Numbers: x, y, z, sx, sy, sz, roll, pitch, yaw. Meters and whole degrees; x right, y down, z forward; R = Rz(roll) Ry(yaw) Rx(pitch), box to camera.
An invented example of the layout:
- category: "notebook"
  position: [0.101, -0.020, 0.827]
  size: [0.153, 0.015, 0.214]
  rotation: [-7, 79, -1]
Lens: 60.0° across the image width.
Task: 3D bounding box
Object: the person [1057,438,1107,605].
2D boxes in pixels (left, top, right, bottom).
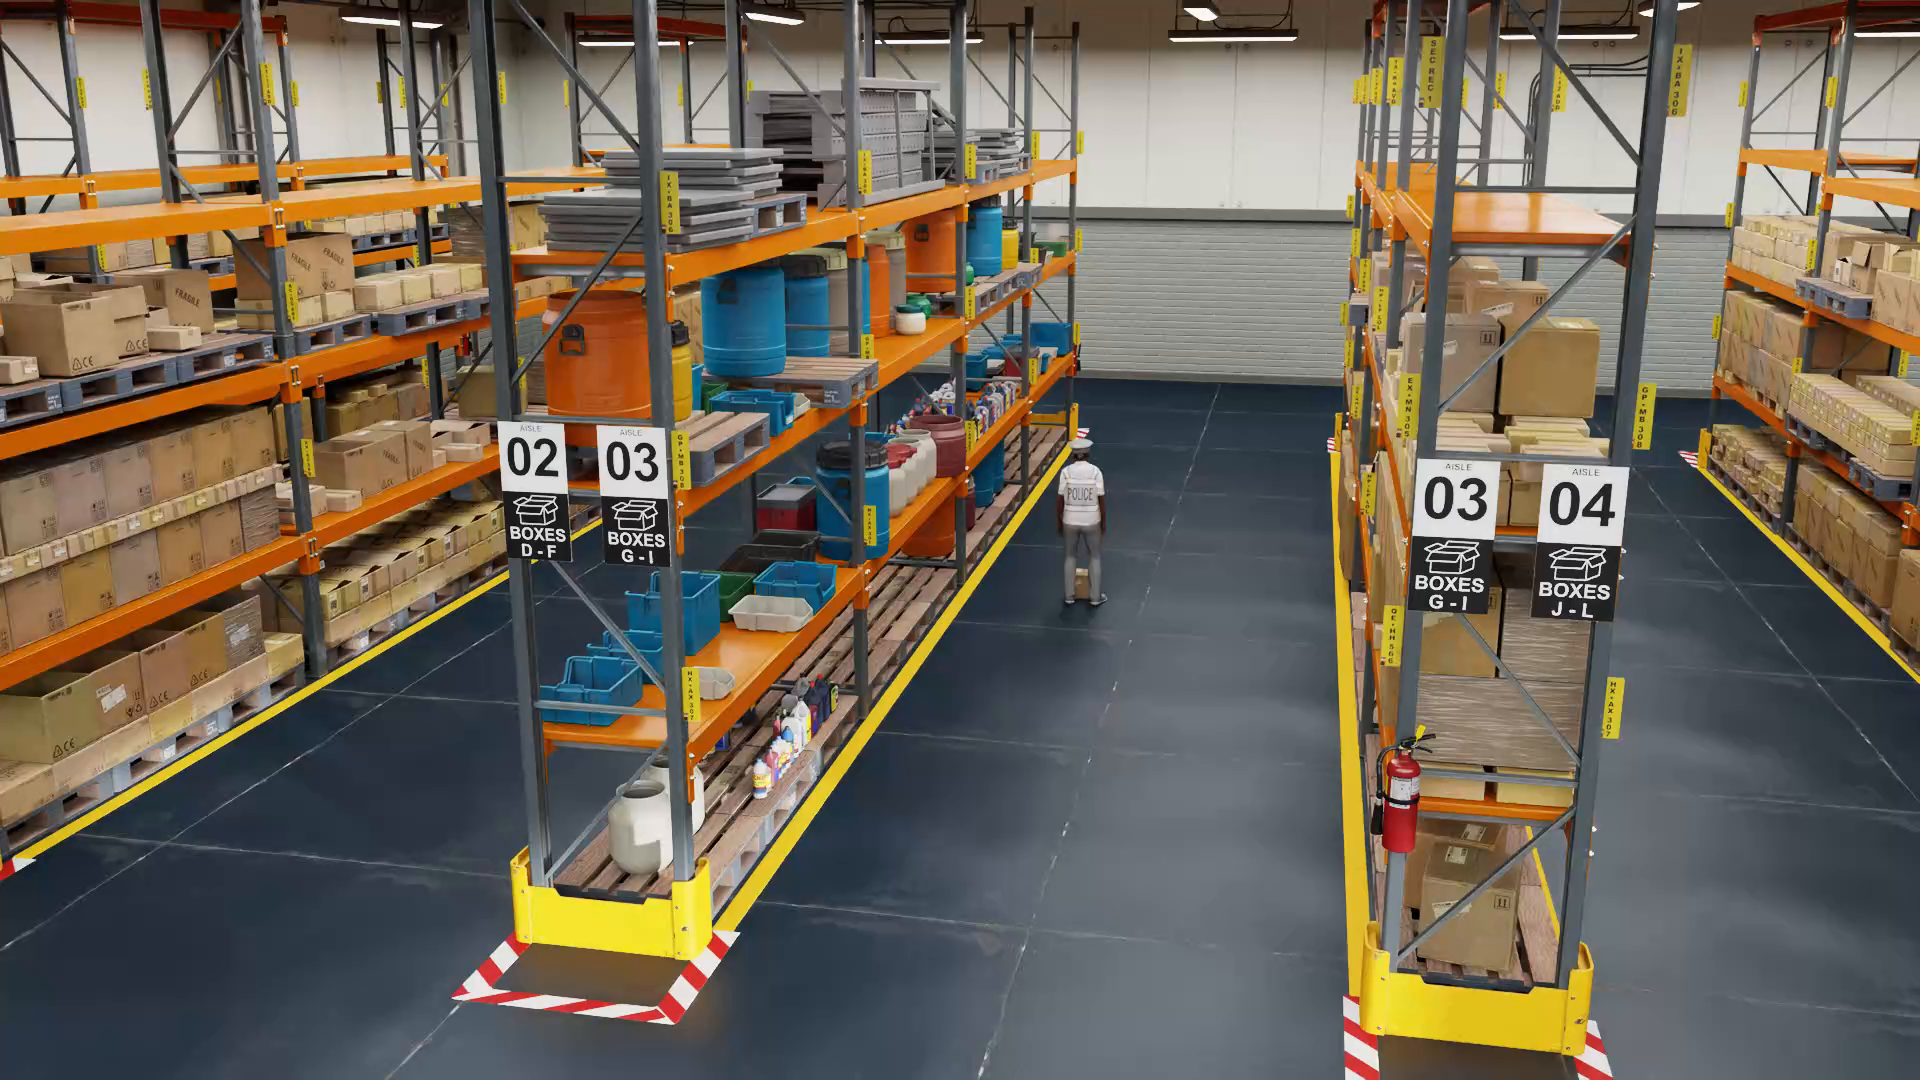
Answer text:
- category: "person"
  position: [1.227, -0.170, 16.662]
  size: [0.519, 1.656, 0.396]
  rotation: [2, 15, 8]
